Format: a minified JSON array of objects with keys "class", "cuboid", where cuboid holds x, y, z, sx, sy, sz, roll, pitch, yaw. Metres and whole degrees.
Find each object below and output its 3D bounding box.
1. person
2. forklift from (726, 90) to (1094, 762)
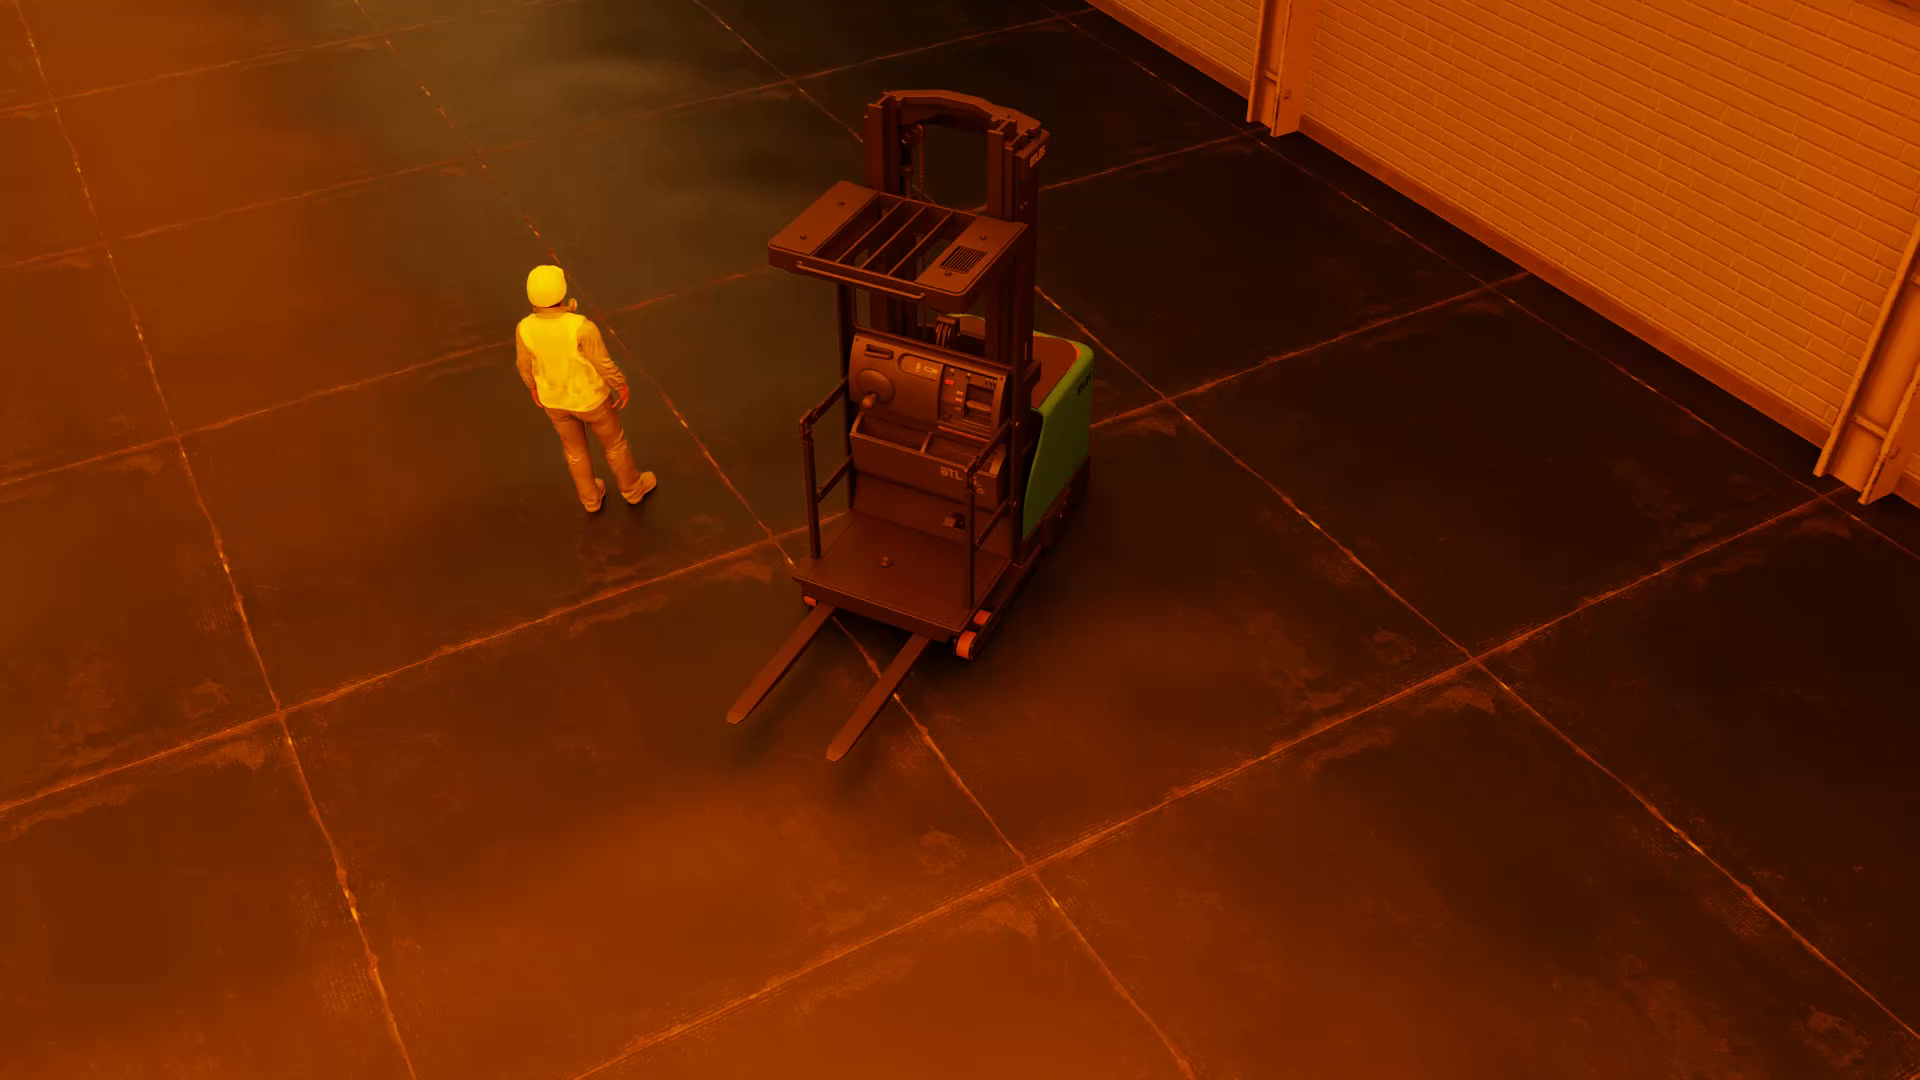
[{"class":"person","cuboid":[-2.298,-0.933,10.055,0.631,1.774,0.569,5,40,6]},{"class":"forklift","cuboid":[-0.276,-0.770,8.965,1.130,2.935,3.031,17,43,20]}]
